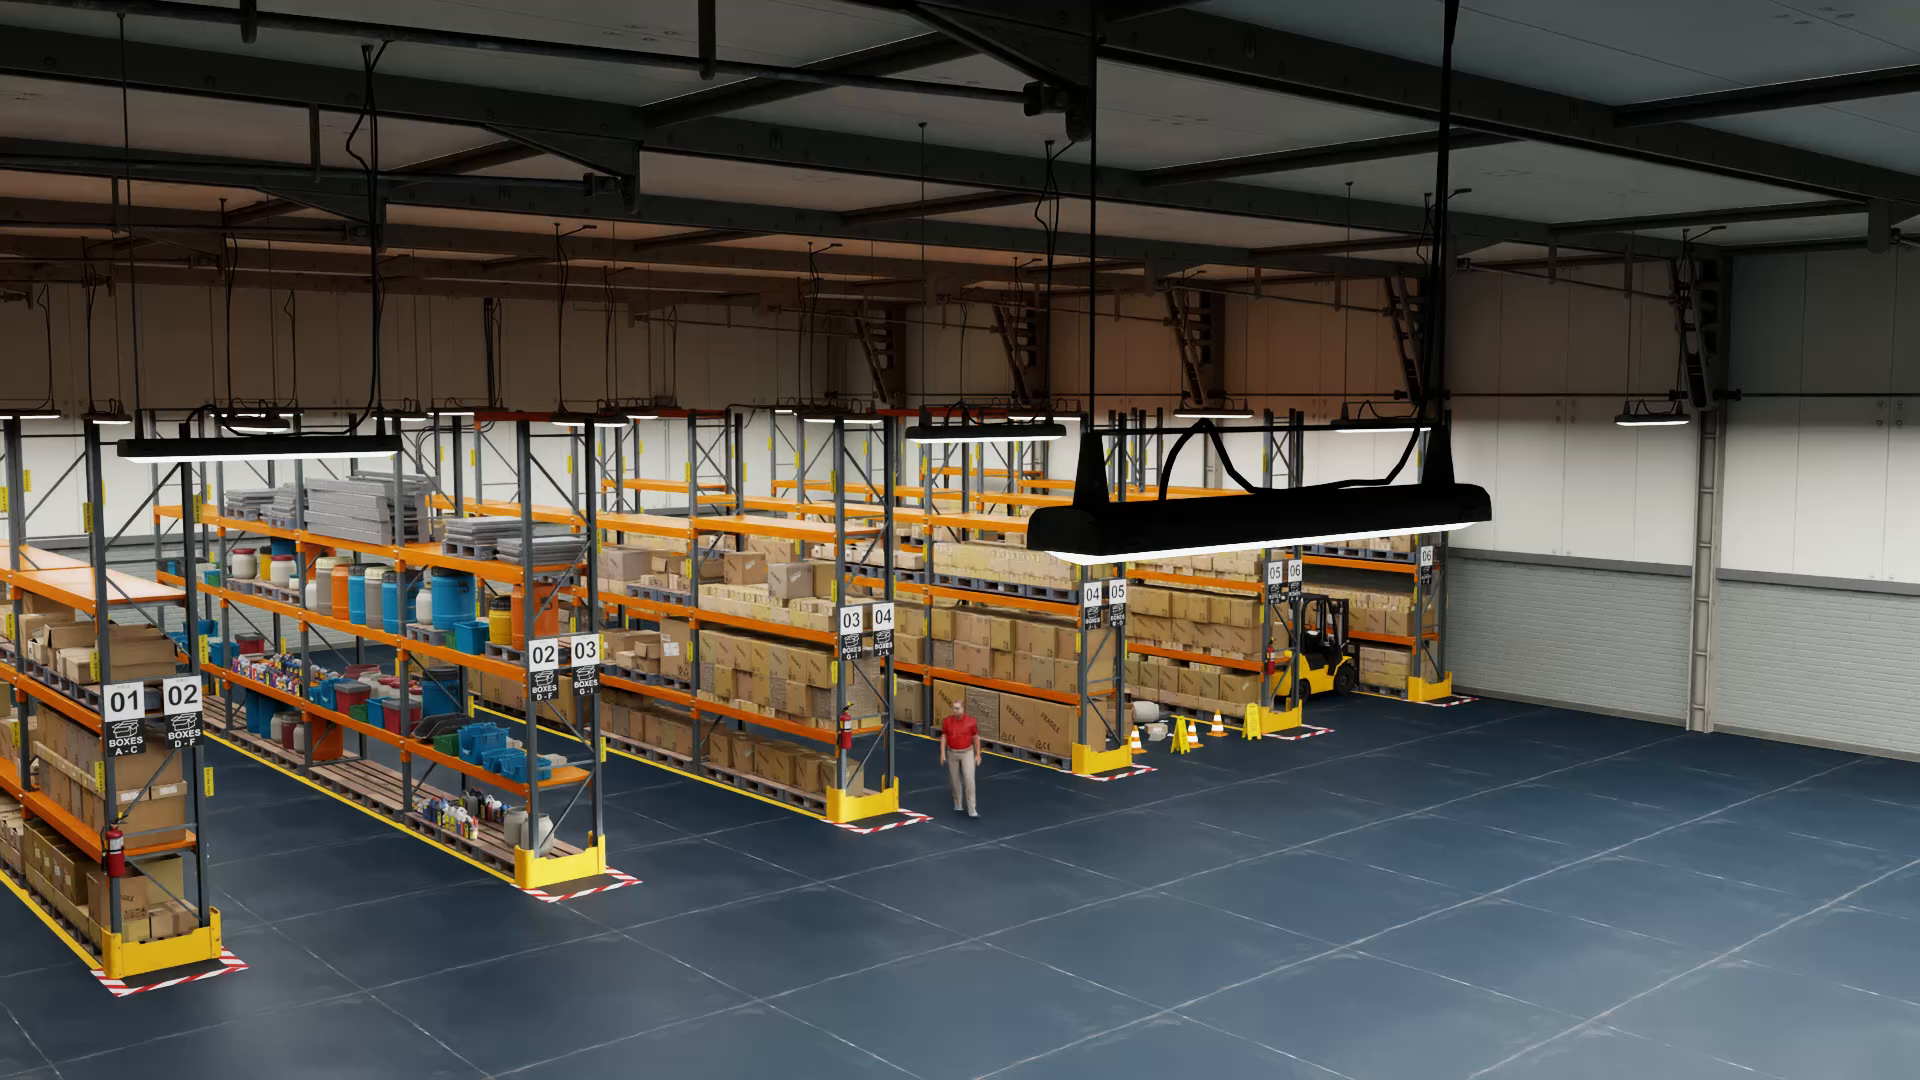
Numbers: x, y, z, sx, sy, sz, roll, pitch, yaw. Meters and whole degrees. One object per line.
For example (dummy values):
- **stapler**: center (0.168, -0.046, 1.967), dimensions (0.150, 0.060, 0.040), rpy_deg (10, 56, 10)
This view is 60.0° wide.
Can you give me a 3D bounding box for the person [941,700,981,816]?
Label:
- **person**: center (0.014, 3.271, 25.118), dimensions (0.630, 1.721, 0.658), rpy_deg (1, 5, 14)
